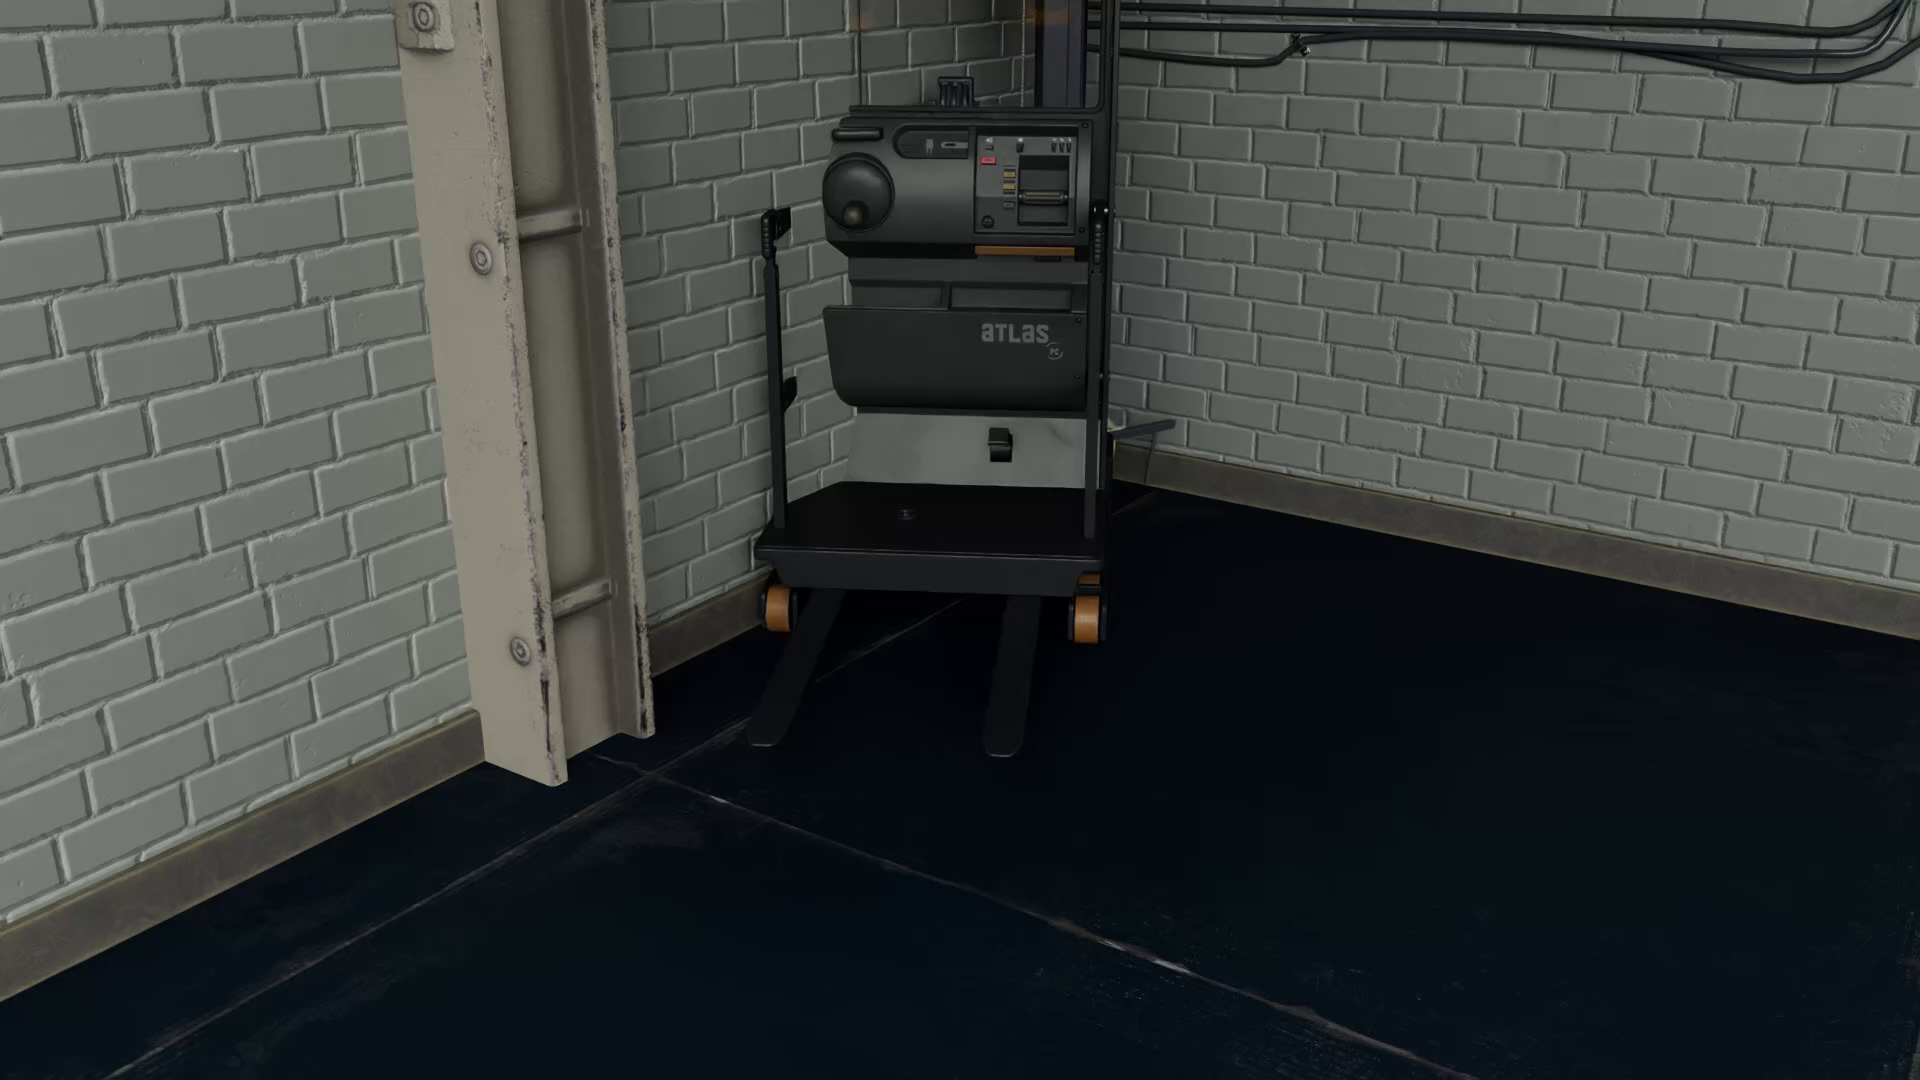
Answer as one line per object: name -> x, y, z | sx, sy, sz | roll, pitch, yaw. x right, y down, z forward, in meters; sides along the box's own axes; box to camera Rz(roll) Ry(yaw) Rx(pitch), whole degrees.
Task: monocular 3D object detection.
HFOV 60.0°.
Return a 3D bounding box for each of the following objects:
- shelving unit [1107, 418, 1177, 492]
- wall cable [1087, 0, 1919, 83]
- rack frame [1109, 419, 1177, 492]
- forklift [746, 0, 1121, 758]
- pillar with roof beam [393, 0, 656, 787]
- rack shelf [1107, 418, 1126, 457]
shelving unit -> 0.609, -0.505, 7.080 | 1.500, 0.431, 0.755 | -12, 39, -25
wall cable -> 1.643, -2.774, 5.268 | 3.097, 2.526, 0.112 | 13, 24, 32
rack frame -> 0.774, -0.307, 6.820 | 1.500, 0.400, 0.023 | -12, 39, -25
forklift -> -0.059, -1.159, 5.172 | 1.130, 2.935, 3.031 | 2, 20, 5
pillar with roof beam -> 2.453, -2.803, 0.872 | 9.100, 9.000, 0.400 | 13, 24, 32
rack shelf -> 0.320, -0.442, 6.944 | 0.370, 0.431, 0.720 | -12, 39, -25
